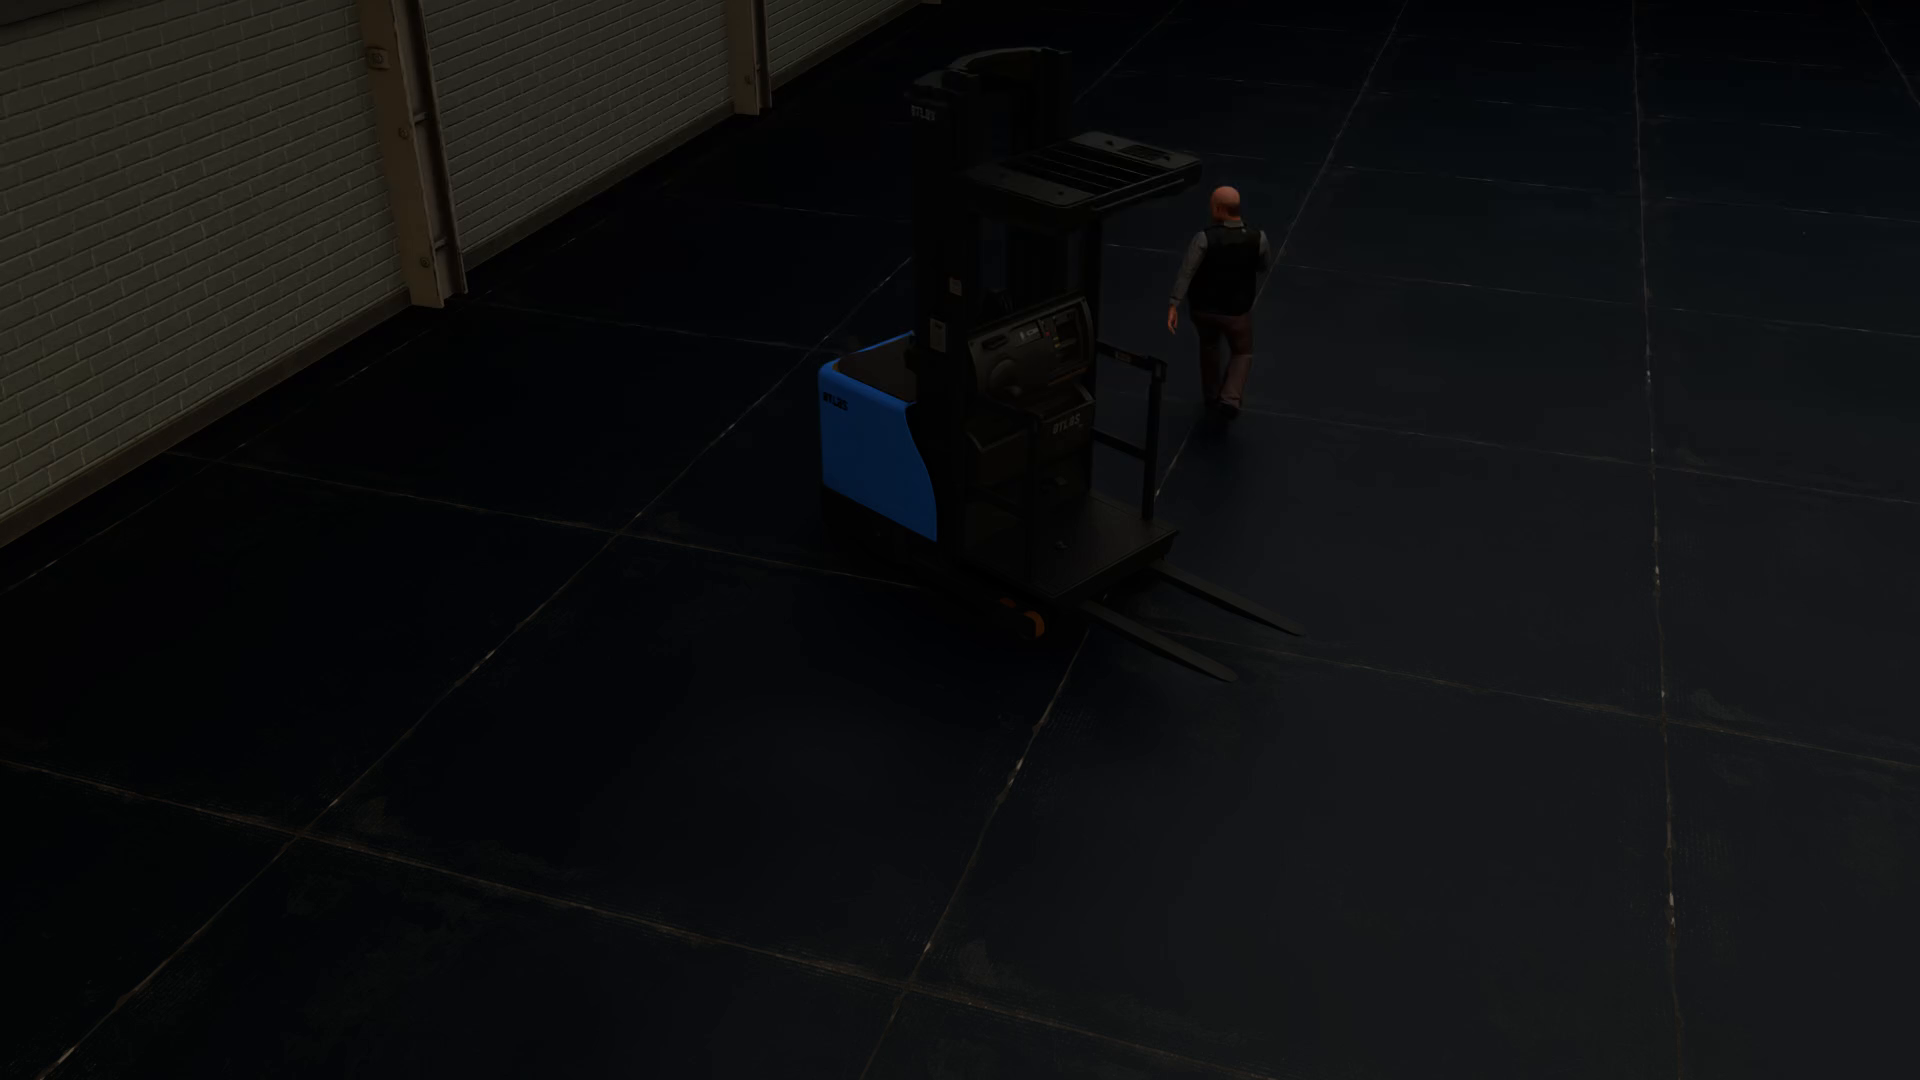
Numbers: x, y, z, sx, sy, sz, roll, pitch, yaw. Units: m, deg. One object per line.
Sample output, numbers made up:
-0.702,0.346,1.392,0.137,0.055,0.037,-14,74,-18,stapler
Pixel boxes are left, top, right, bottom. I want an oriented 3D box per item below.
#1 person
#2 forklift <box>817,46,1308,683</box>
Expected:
1.749,-1.592,11.245,0.601,1.648,0.760,9,31,15,person
0.542,-1.009,8.907,1.130,2.935,3.031,-26,39,-38,forklift
